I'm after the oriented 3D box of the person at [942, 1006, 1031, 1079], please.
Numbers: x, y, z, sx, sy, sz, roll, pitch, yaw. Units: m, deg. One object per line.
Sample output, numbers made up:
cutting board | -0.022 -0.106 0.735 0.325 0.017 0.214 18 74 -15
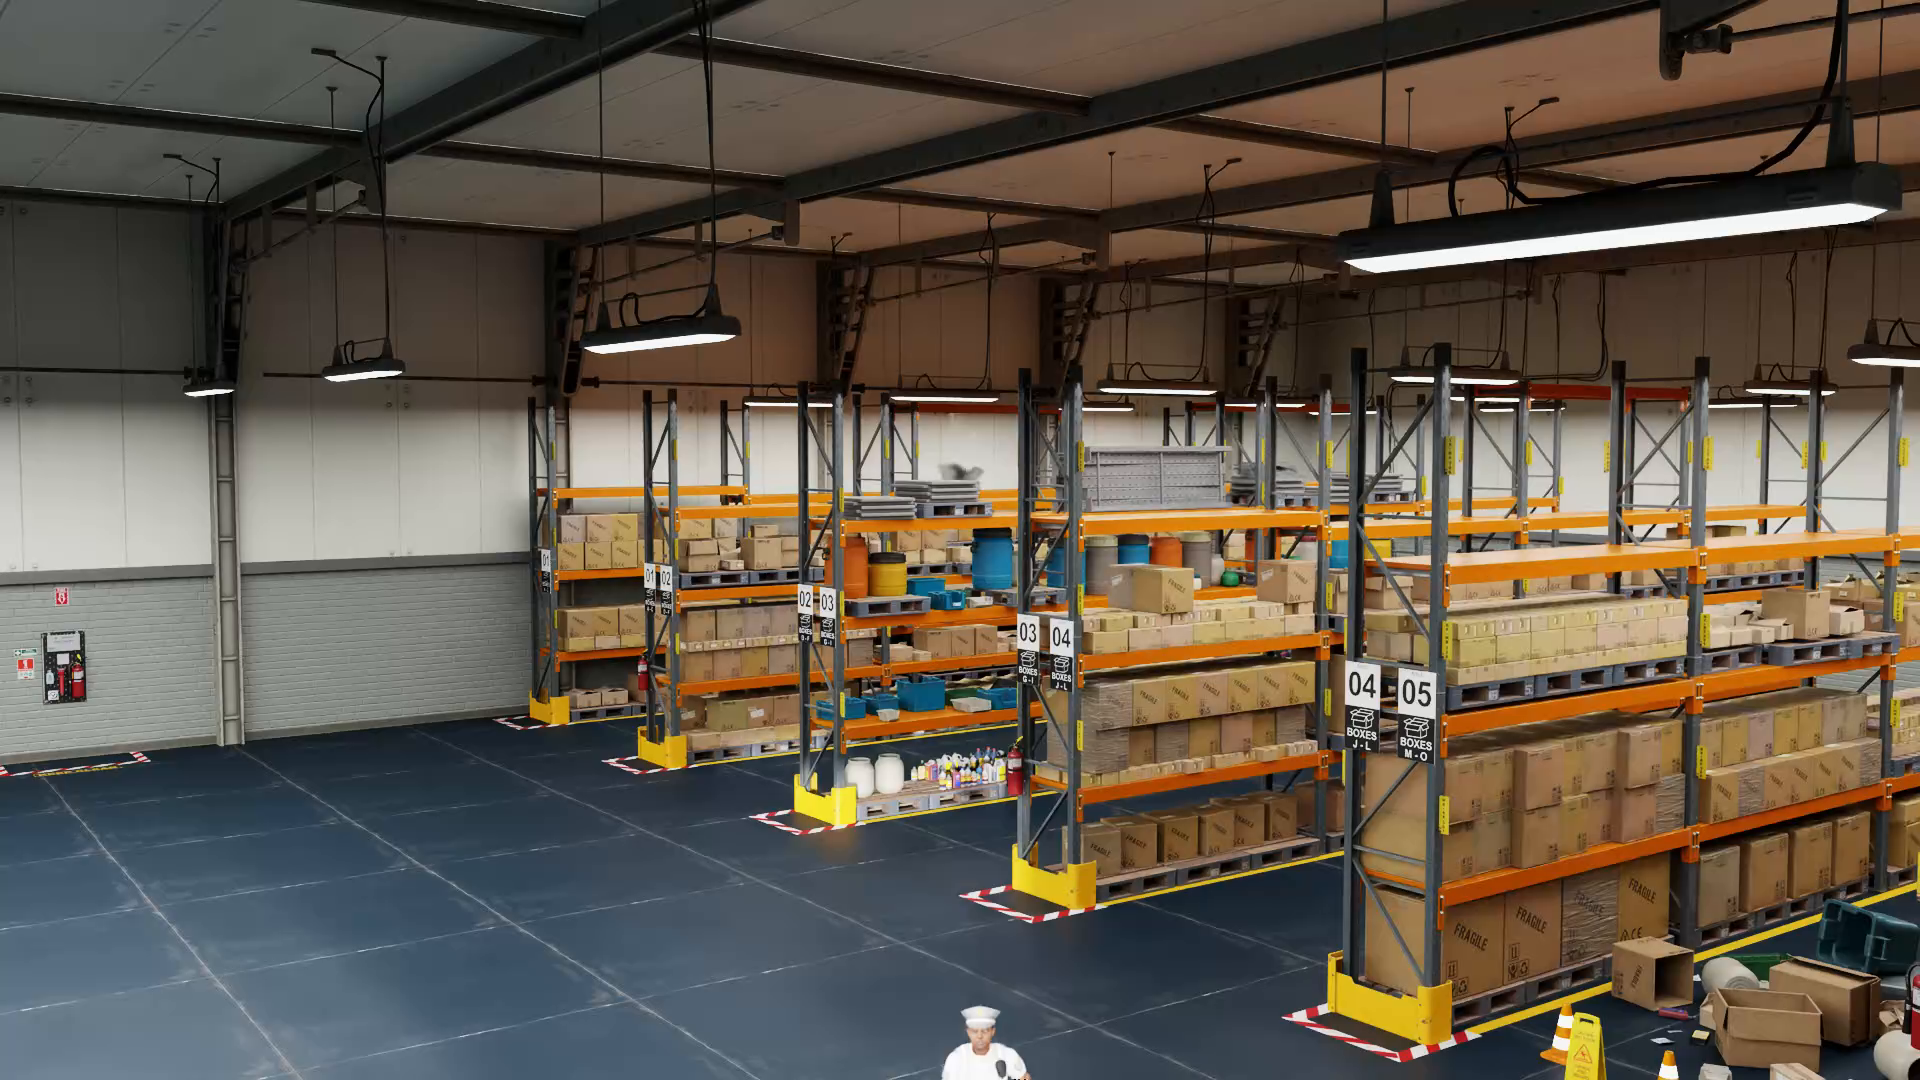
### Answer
person | 0.144 3.719 10.261 0.559 1.727 0.677 0 3 6
